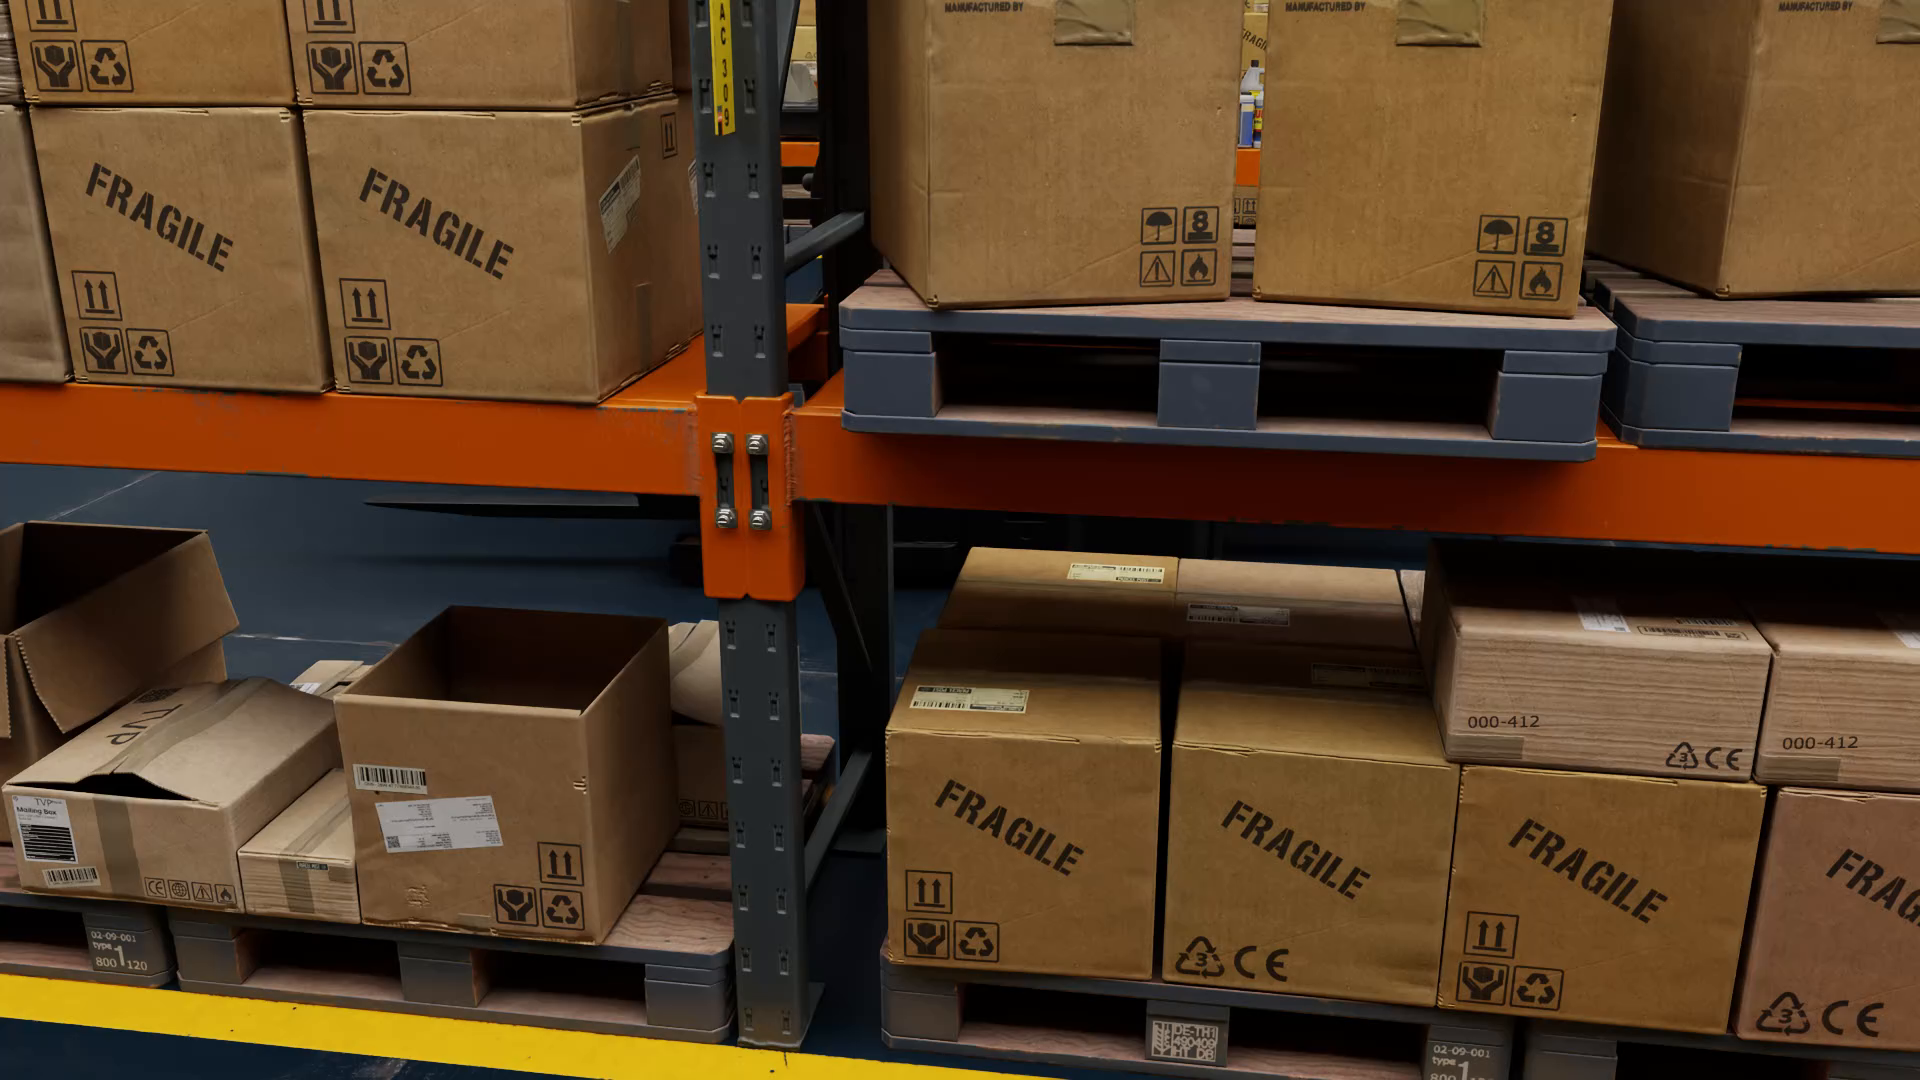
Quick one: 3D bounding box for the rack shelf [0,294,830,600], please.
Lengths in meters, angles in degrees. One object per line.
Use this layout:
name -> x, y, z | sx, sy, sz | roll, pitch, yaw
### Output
rack shelf -> -2.274, -0.330, 3.695 | 4.000, 0.370, 1.077 | 3, 19, 9

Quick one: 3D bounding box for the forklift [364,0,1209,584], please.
forklift -> -0.629, -1.399, 5.864 | 3.031, 2.935, 1.130 | 1, 19, 2

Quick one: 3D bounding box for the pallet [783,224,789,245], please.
pallet -> -1.872, -2.537, 13.552 | 1.213, 0.211, 1.003 | 3, 19, 9

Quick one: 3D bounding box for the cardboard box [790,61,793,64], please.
cardboard box -> -1.361, -3.583, 12.681 | 0.250, 0.149, 0.380 | 3, 19, 8

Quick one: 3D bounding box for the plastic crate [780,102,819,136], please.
plastic crate -> -0.658, -1.992, 7.869 | 0.590, 0.125, 0.437 | 3, 19, 9

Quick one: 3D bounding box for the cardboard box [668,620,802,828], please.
cardboard box -> -0.679, 0.407, 3.903 | 0.500, 0.311, 0.500 | 3, 19, 9

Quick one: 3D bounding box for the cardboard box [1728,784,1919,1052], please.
cardboard box -> 1.660, 0.584, 3.078 | 0.500, 0.500, 0.500 | 2, 19, 7

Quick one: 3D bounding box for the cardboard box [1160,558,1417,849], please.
cardboard box -> 0.720, 0.369, 3.719 | 0.500, 0.500, 0.500 | 3, 19, 9

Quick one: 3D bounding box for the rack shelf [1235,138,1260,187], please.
rack shelf -> 2.465, -1.680, 7.731 | 4.000, 0.370, 1.077 | 3, 19, 9

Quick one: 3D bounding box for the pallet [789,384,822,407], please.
pallet -> -0.242, -0.824, 8.434 | 1.213, 0.211, 1.003 | 3, 19, 9

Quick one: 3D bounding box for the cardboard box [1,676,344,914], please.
cardboard box -> -1.647, 0.519, 3.570 | 0.500, 0.311, 0.500 | 3, 19, 9

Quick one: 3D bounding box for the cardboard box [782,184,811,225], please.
cardboard box -> -1.130, -3.014, 13.269 | 0.875, 0.875, 0.875 | 3, 19, 9

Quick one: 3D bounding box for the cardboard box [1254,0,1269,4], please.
cardboard box -> 3.007, -5.395, 16.496 | 0.250, 0.149, 0.380 | 3, 19, 9

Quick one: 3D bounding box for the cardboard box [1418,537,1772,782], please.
cardboard box -> 1.127, 0.202, 3.037 | 0.500, 0.250, 0.500 | 3, 19, 9

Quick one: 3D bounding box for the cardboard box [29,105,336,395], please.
cardboard box -> -1.343, -0.588, 3.176 | 0.500, 0.500, 0.500 | 3, 19, 10

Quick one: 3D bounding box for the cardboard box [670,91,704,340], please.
cardboard box -> -0.759, -0.729, 3.596 | 0.500, 0.500, 0.500 | 3, 19, 10

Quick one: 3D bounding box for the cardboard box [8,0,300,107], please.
cardboard box -> -1.346, -1.061, 3.014 | 0.500, 0.500, 0.500 | 3, 19, 8

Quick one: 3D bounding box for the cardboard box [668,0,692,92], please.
cardboard box -> -0.720, -1.204, 3.440 | 0.500, 0.500, 0.500 | 3, 19, 10

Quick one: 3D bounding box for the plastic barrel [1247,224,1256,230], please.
plastic barrel -> 1.724, -1.258, 7.980 | 0.708, 0.901, 0.600 | 3, 19, 9

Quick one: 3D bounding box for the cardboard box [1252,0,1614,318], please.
cardboard box -> 0.822, -0.708, 2.873 | 0.500, 0.500, 0.700 | 6, 19, 17

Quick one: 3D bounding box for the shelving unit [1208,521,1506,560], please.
shelving unit -> 1.460, -0.532, 6.120 | 1.048, 1.125, 0.538 | 1, 19, 2

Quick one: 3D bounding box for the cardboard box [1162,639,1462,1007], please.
cardboard box -> 0.668, 0.531, 3.236 | 0.500, 0.500, 0.500 | 3, 19, 9

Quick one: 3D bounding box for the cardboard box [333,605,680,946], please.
cardboard box -> -0.907, 0.467, 3.427 | 0.500, 0.500, 0.500 | 3, 19, 9

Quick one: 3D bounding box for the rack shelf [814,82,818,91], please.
rack shelf -> -0.699, -3.433, 12.970 | 4.000, 0.370, 1.077 | 3, 19, 9

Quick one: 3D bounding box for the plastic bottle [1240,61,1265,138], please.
plastic bottle -> 1.427, -2.110, 7.959 | 0.185, 0.351, 0.144 | 3, 19, 9

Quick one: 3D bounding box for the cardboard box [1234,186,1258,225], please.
cardboard box -> 1.911, -2.839, 12.748 | 0.875, 0.875, 1.225 | 3, 19, 9

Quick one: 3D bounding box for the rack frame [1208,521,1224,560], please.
rack frame -> 0.952, -0.538, 6.139 | 0.032, 1.125, 0.500 | 1, 19, 2

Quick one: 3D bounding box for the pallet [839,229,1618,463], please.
pallet -> 0.472, -0.405, 3.088 | 1.213, 0.211, 1.003 | 3, 19, 9

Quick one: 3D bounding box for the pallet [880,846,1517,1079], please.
pallet -> 0.510, 0.781, 3.636 | 1.213, 0.211, 1.003 | 3, 19, 9

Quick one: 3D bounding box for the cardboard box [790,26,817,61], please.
cardboard box -> -1.233, -3.786, 12.657 | 0.500, 0.250, 0.500 | 2, 19, 7

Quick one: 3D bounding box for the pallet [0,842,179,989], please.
pallet -> -2.185, 0.657, 4.008 | 1.213, 0.211, 1.003 | 3, 19, 9

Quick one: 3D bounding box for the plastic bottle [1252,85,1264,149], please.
plastic bottle -> 1.358, -1.885, 7.413 | 0.097, 0.271, 0.097 | 0, 18, 0
